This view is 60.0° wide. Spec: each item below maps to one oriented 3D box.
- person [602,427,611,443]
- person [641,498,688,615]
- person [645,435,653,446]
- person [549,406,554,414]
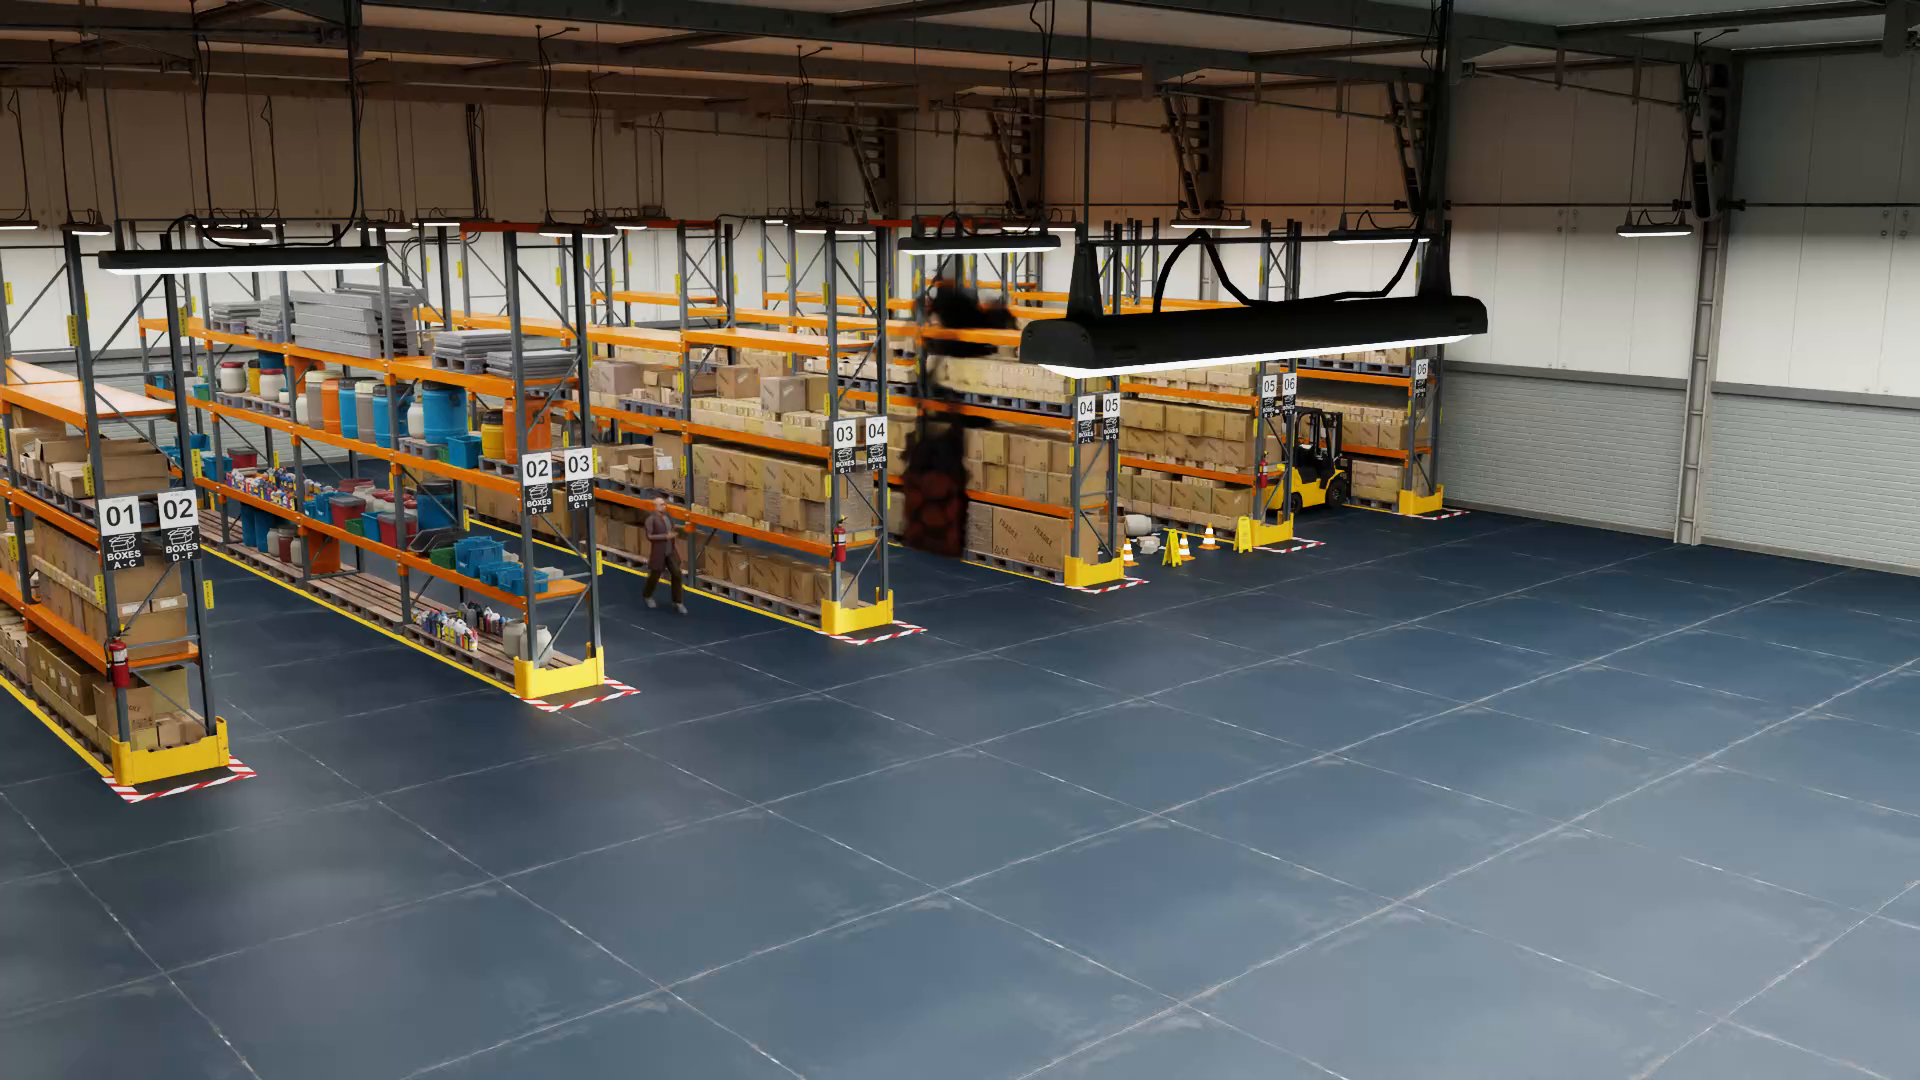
[{"bbox_3d":[-8.670,-2.713,41.407,0.780,1.621,0.561,-10,15,-41],"label":"person"},{"bbox_3d":[-4.690,0.234,26.141,0.923,1.829,0.678,10,15,40],"label":"person"},{"bbox_3d":[-7.526,-2.664,41.152,0.694,1.606,0.589,5,12,23],"label":"person"},{"bbox_3d":[-9.738,-2.412,39.473,0.743,1.740,0.744,1,11,4],"label":"person"}]
